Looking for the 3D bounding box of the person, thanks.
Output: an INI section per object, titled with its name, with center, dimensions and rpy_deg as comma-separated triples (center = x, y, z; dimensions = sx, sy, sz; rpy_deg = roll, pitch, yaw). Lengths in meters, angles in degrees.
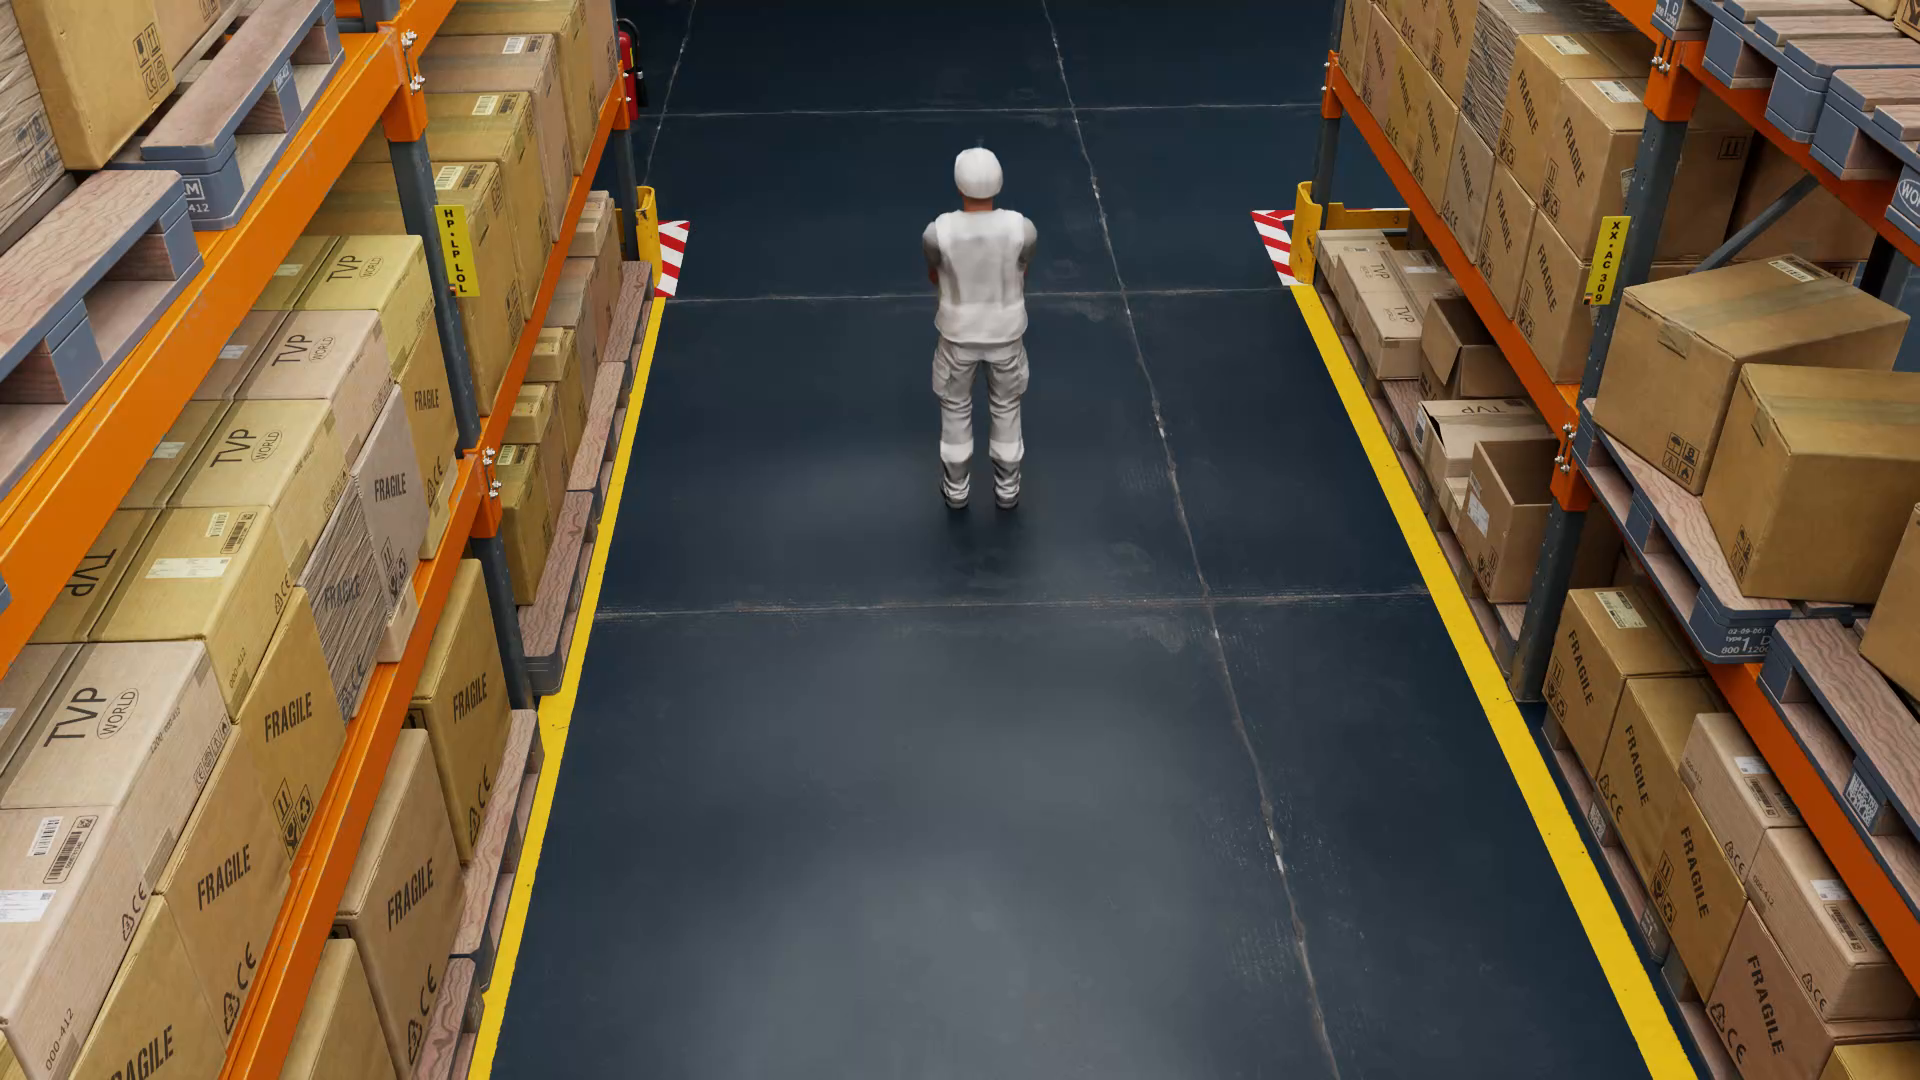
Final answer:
[person]
center = 0.080, -0.983, 7.534
dimensions = 0.500, 1.786, 0.560
rpy_deg = -2, 35, -2
